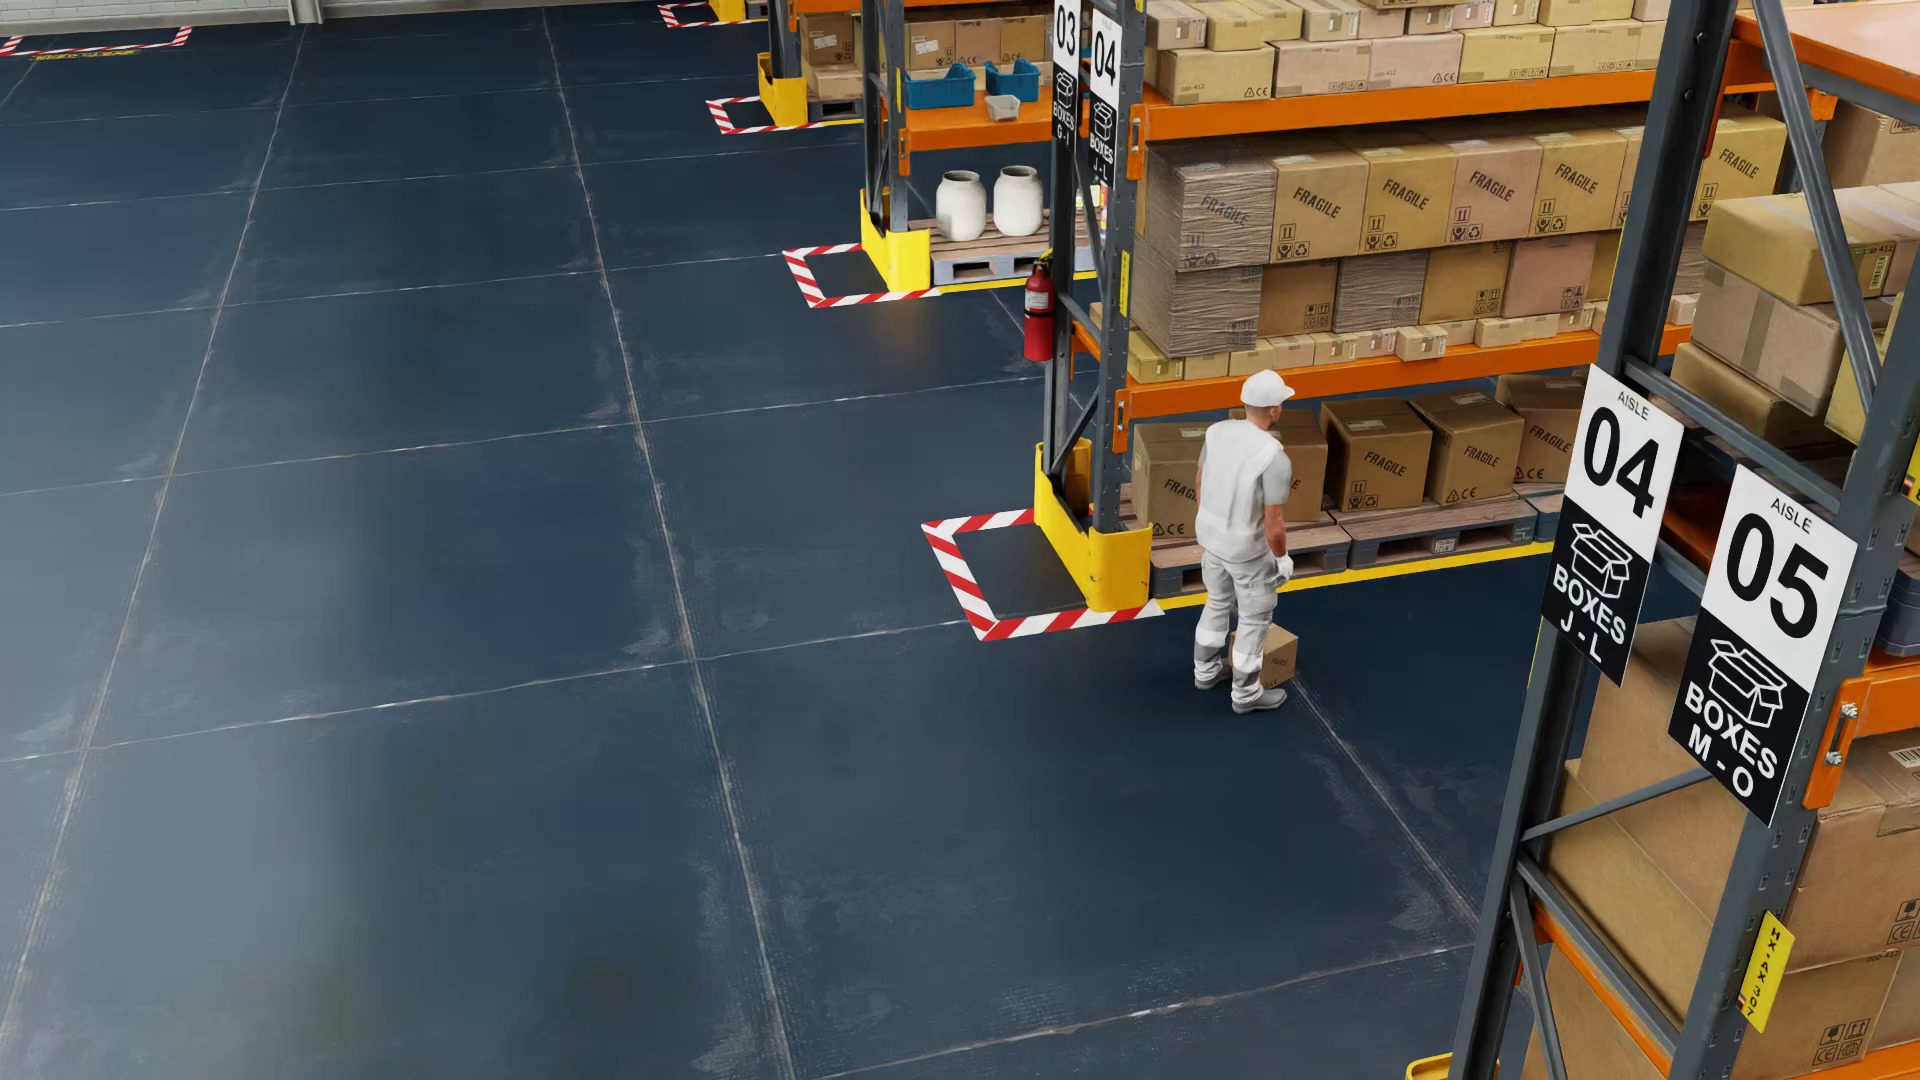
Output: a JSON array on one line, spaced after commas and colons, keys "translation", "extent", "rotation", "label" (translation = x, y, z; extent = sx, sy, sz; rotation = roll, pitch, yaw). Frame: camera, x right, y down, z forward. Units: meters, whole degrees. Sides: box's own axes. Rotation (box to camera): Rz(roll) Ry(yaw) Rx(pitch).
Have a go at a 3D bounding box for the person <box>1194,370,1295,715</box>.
[{"translation": [1.403, 0.008, 8.214], "extent": [0.455, 1.779, 0.610], "rotation": [-19, 35, -30], "label": "person"}]
